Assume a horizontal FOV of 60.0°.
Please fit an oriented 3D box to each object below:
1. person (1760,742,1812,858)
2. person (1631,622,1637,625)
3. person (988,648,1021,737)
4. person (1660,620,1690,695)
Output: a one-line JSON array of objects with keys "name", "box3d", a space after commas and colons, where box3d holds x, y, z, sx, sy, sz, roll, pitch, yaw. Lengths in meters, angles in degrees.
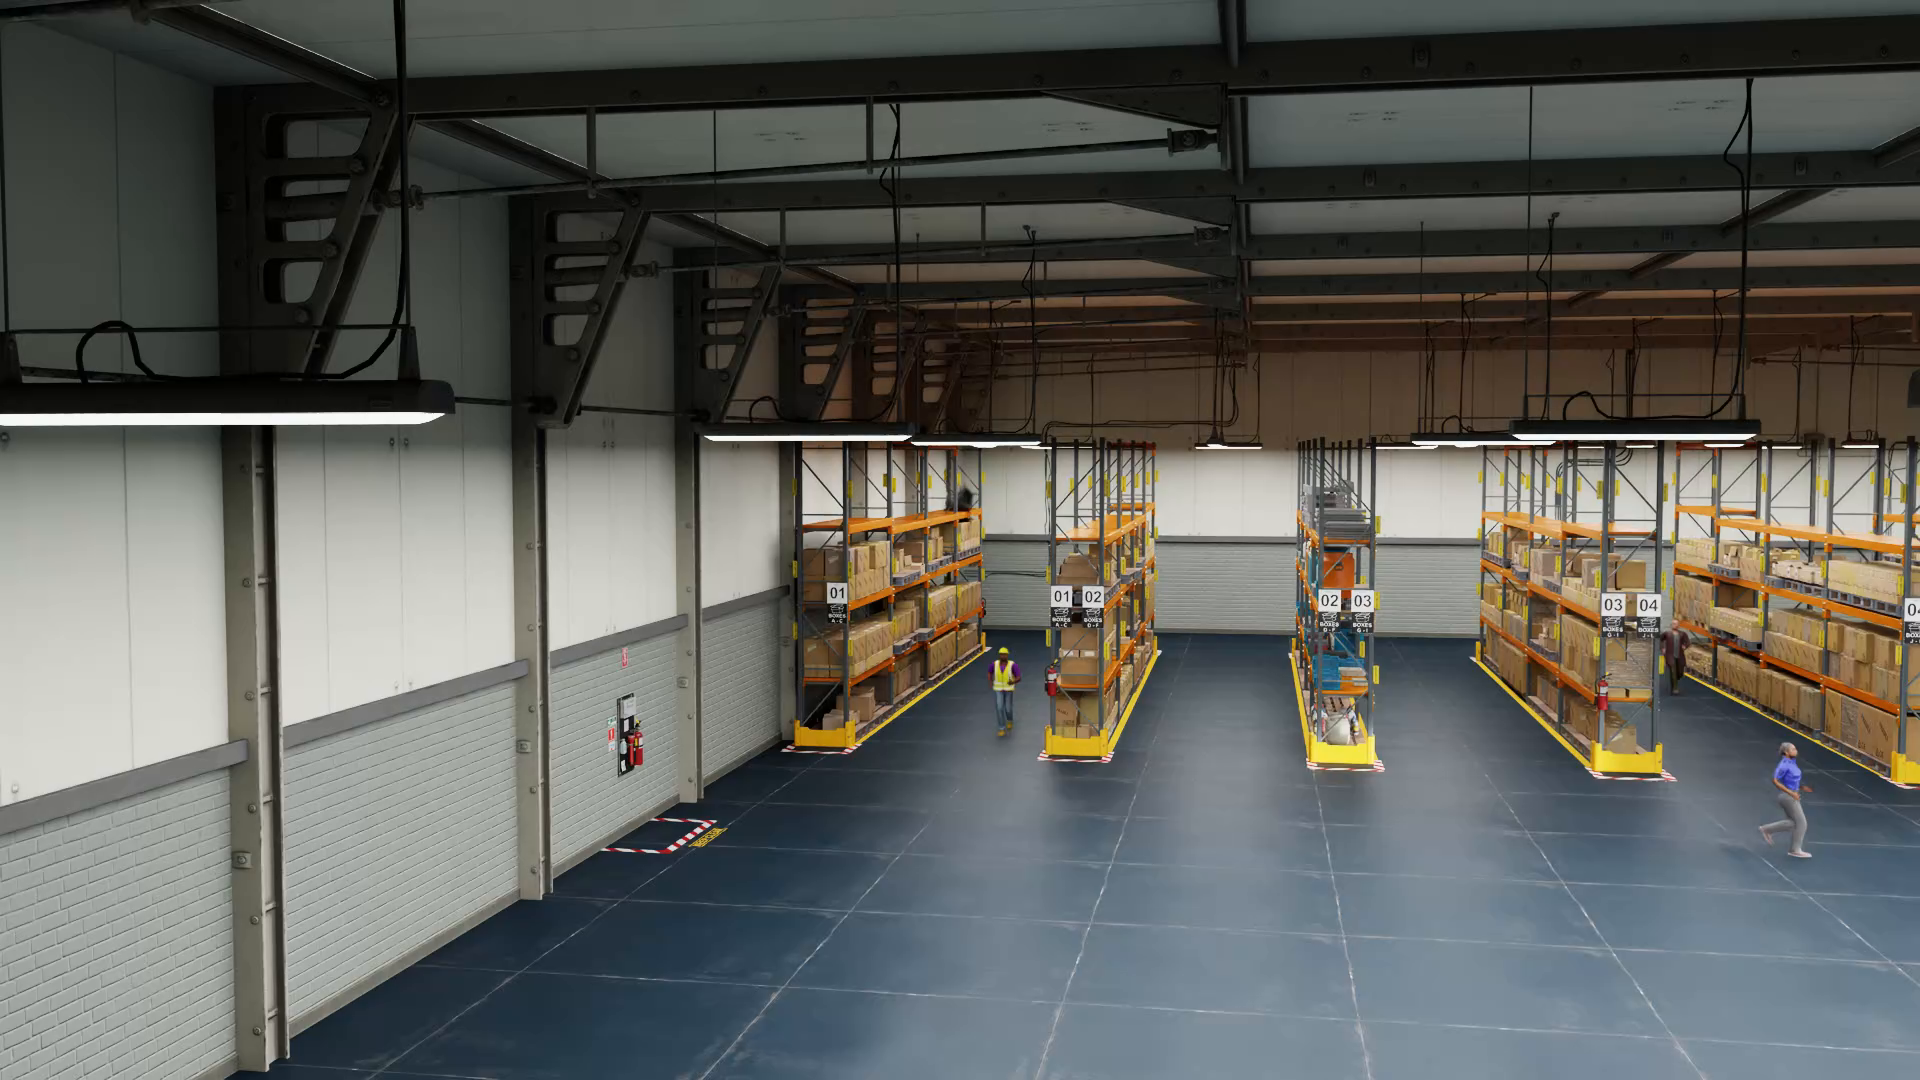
[{"name": "person", "box3d": [11.708, 3.665, 23.577, 0.701, 1.607, 0.580, 2, 4, 38]}, {"name": "person", "box3d": [17.782, 2.601, 44.561, 0.772, 1.508, 1.080, 1, 3, 21]}, {"name": "person", "box3d": [0.888, 3.055, 33.683, 0.701, 1.769, 0.827, 0, 3, 7]}, {"name": "person", "box3d": [16.918, 2.764, 39.375, 0.720, 1.747, 0.855, 1, 3, 10]}]
